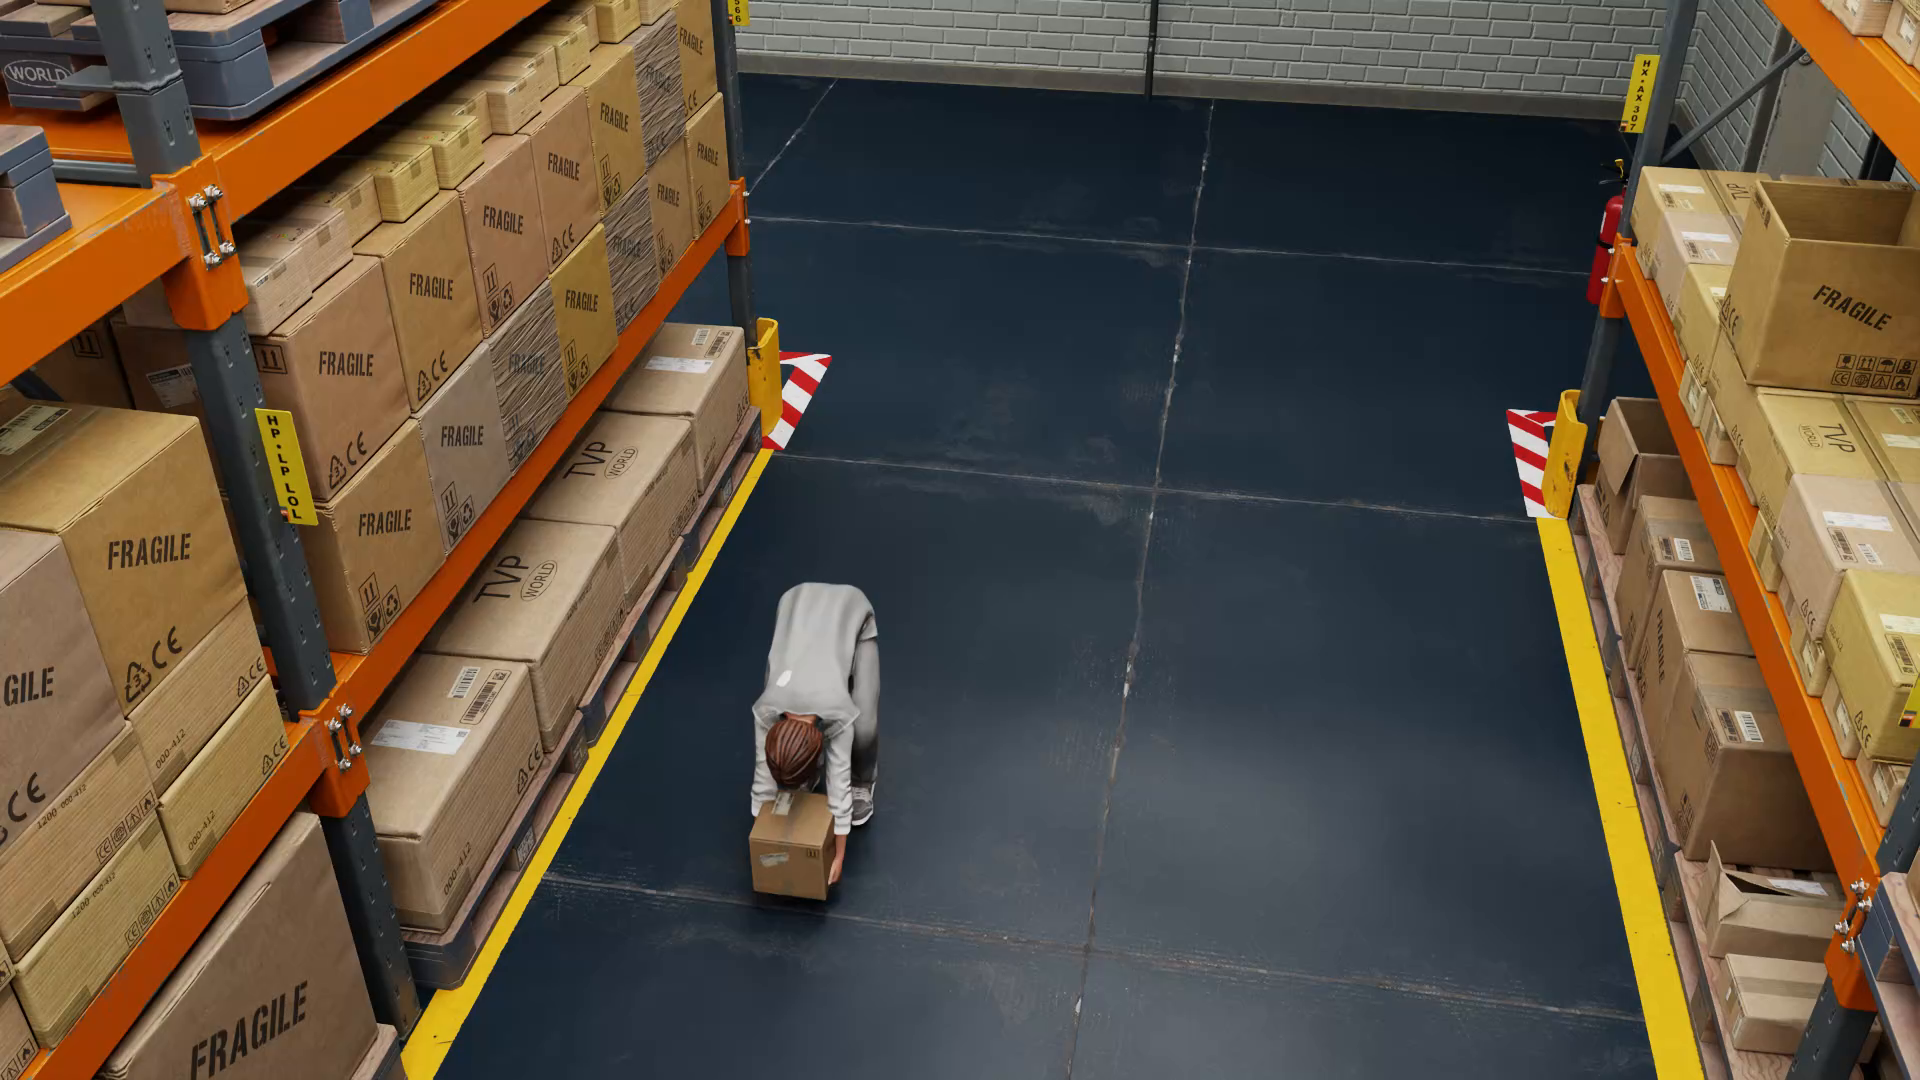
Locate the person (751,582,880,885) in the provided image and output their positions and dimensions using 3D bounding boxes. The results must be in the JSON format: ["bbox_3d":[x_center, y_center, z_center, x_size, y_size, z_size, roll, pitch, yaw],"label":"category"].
[{"bbox_3d":[-0.499,0.667,5.759,0.421,0.898,0.855,4,33,7],"label":"person"}]
